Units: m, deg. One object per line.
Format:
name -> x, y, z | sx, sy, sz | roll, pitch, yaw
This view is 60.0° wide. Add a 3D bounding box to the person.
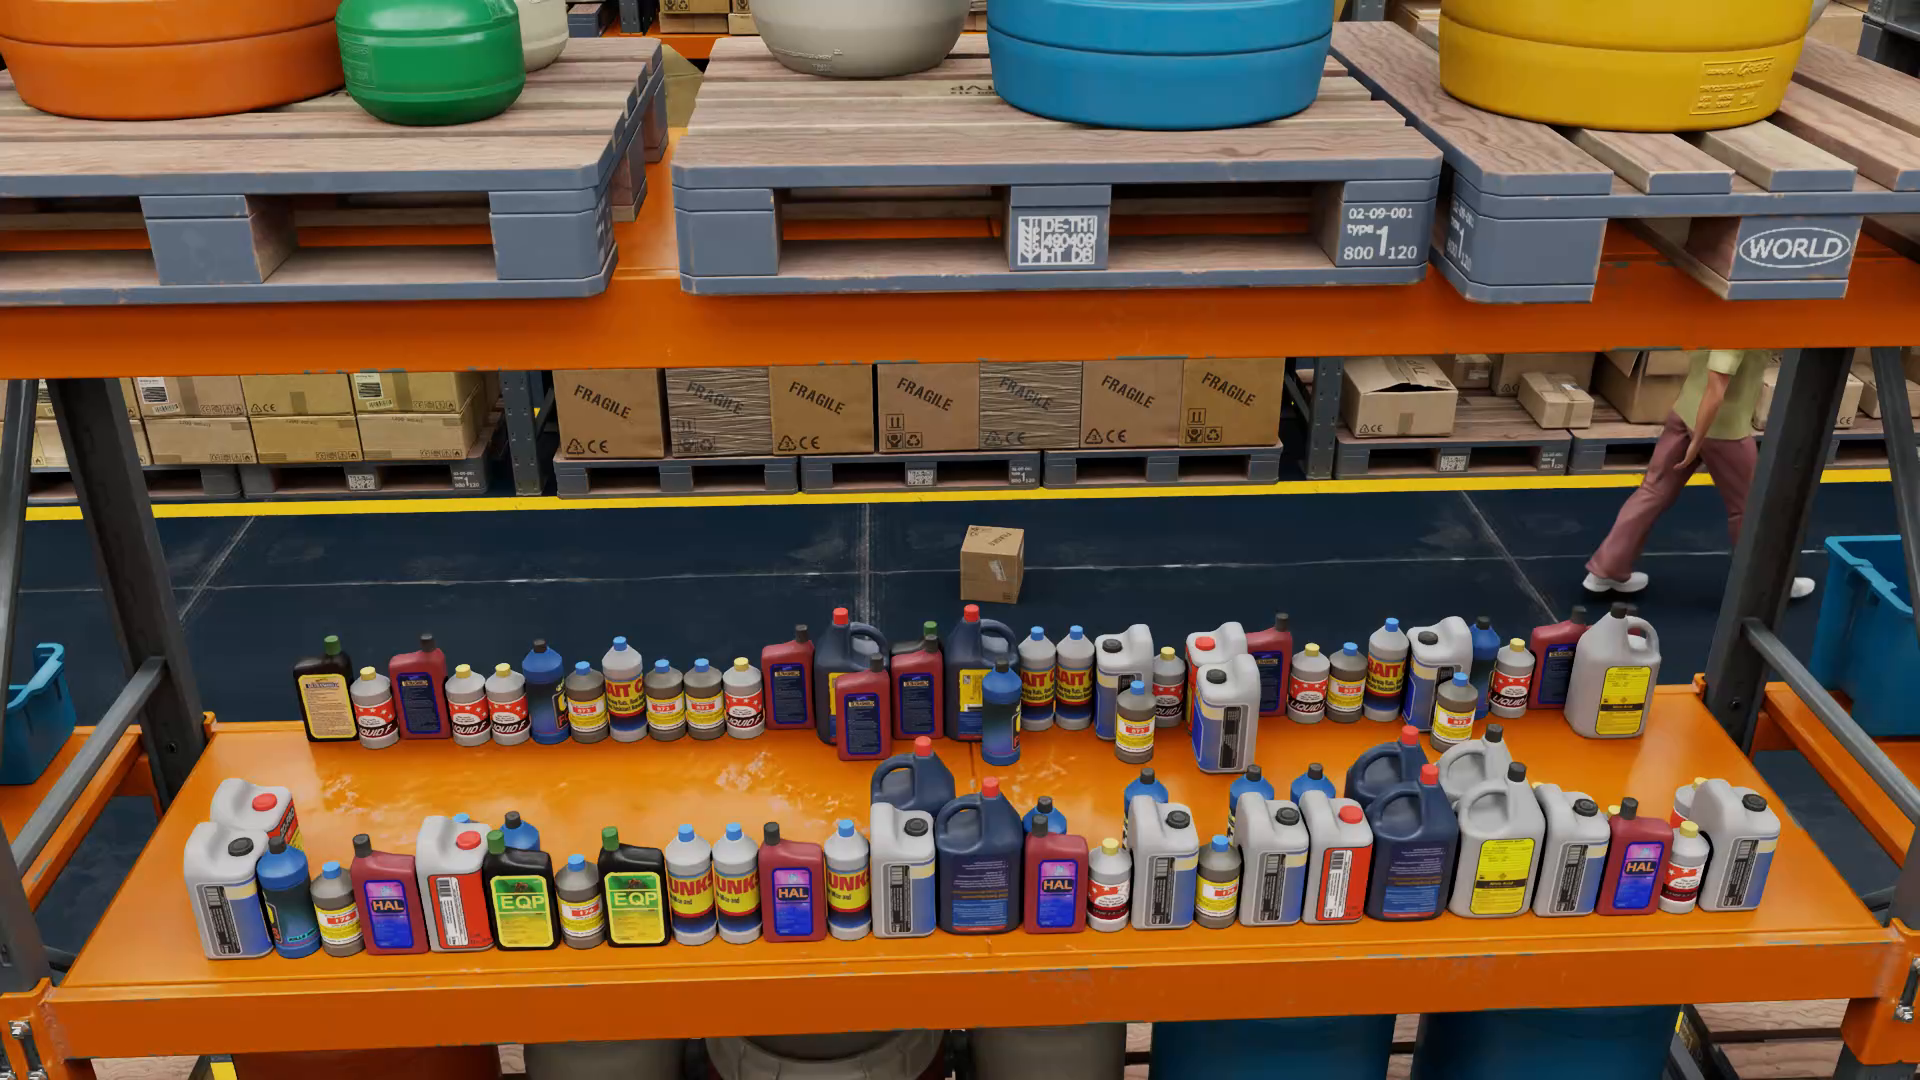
person -> 3.311, -0.487, 7.058 | 1.031, 1.601, 0.451 | -3, 28, -7
